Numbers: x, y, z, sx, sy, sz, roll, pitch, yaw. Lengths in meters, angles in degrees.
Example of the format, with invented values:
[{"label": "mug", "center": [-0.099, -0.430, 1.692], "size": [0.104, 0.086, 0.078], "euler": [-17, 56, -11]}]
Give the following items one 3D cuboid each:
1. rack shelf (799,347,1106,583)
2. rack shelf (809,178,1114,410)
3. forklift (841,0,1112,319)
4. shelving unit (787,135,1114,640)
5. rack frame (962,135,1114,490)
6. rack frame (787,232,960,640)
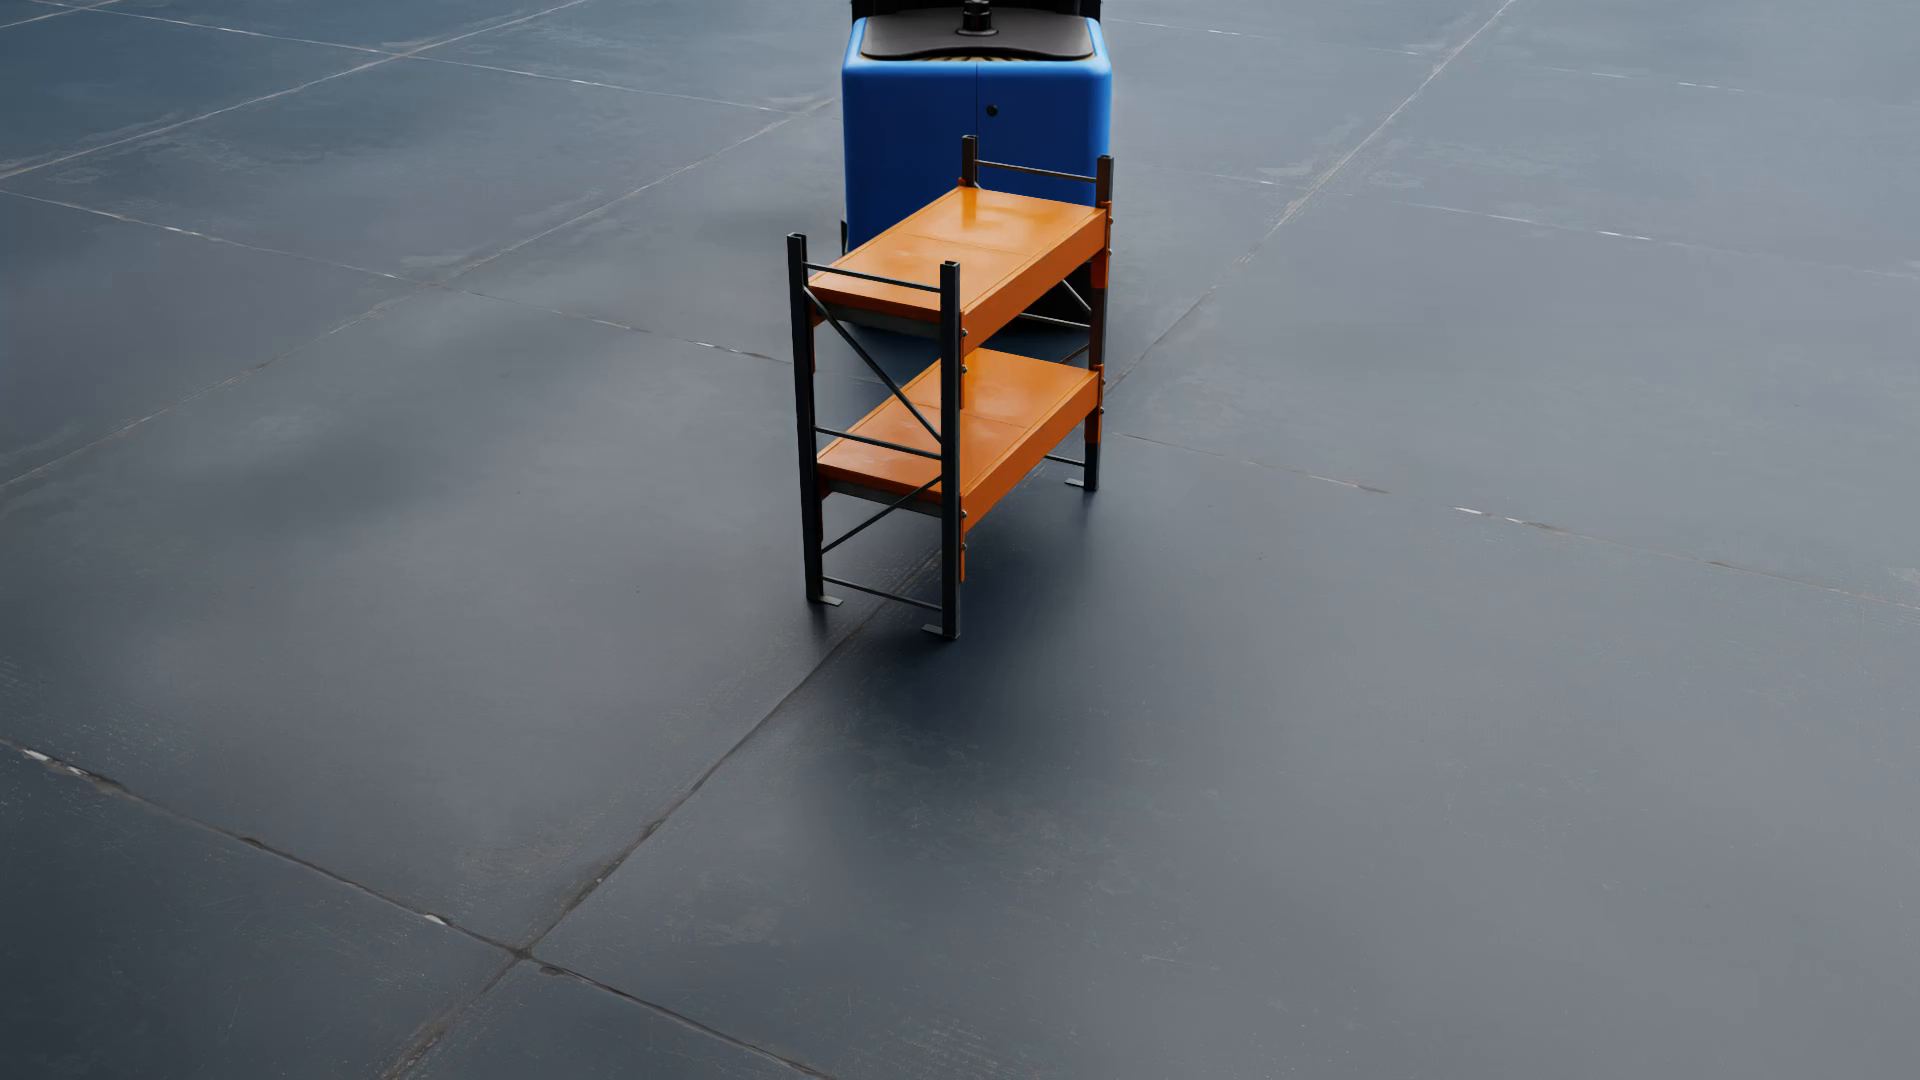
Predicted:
[{"label": "rack shelf", "center": [0.003, -0.279, 5.097], "size": [0.538, 0.278, 1.000], "euler": [14, 33, 23]}, {"label": "rack shelf", "center": [0.003, -0.745, 4.829], "size": [0.538, 0.278, 1.000], "euler": [14, 33, 23]}, {"label": "forklift", "center": [0.072, -2.846, 7.263], "size": [1.130, 2.935, 3.031], "euler": [0, 30, 0]}, {"label": "shelving unit", "center": [0.003, -0.491, 4.975], "size": [0.538, 1.125, 1.048], "euler": [14, 33, 23]}, {"label": "rack frame", "center": [0.235, -0.716, 5.368], "size": [0.500, 1.125, 0.032], "euler": [14, 33, 23]}, {"label": "rack frame", "center": [-0.229, -0.265, 4.583], "size": [0.500, 1.125, 0.032], "euler": [14, 33, 23]}]
